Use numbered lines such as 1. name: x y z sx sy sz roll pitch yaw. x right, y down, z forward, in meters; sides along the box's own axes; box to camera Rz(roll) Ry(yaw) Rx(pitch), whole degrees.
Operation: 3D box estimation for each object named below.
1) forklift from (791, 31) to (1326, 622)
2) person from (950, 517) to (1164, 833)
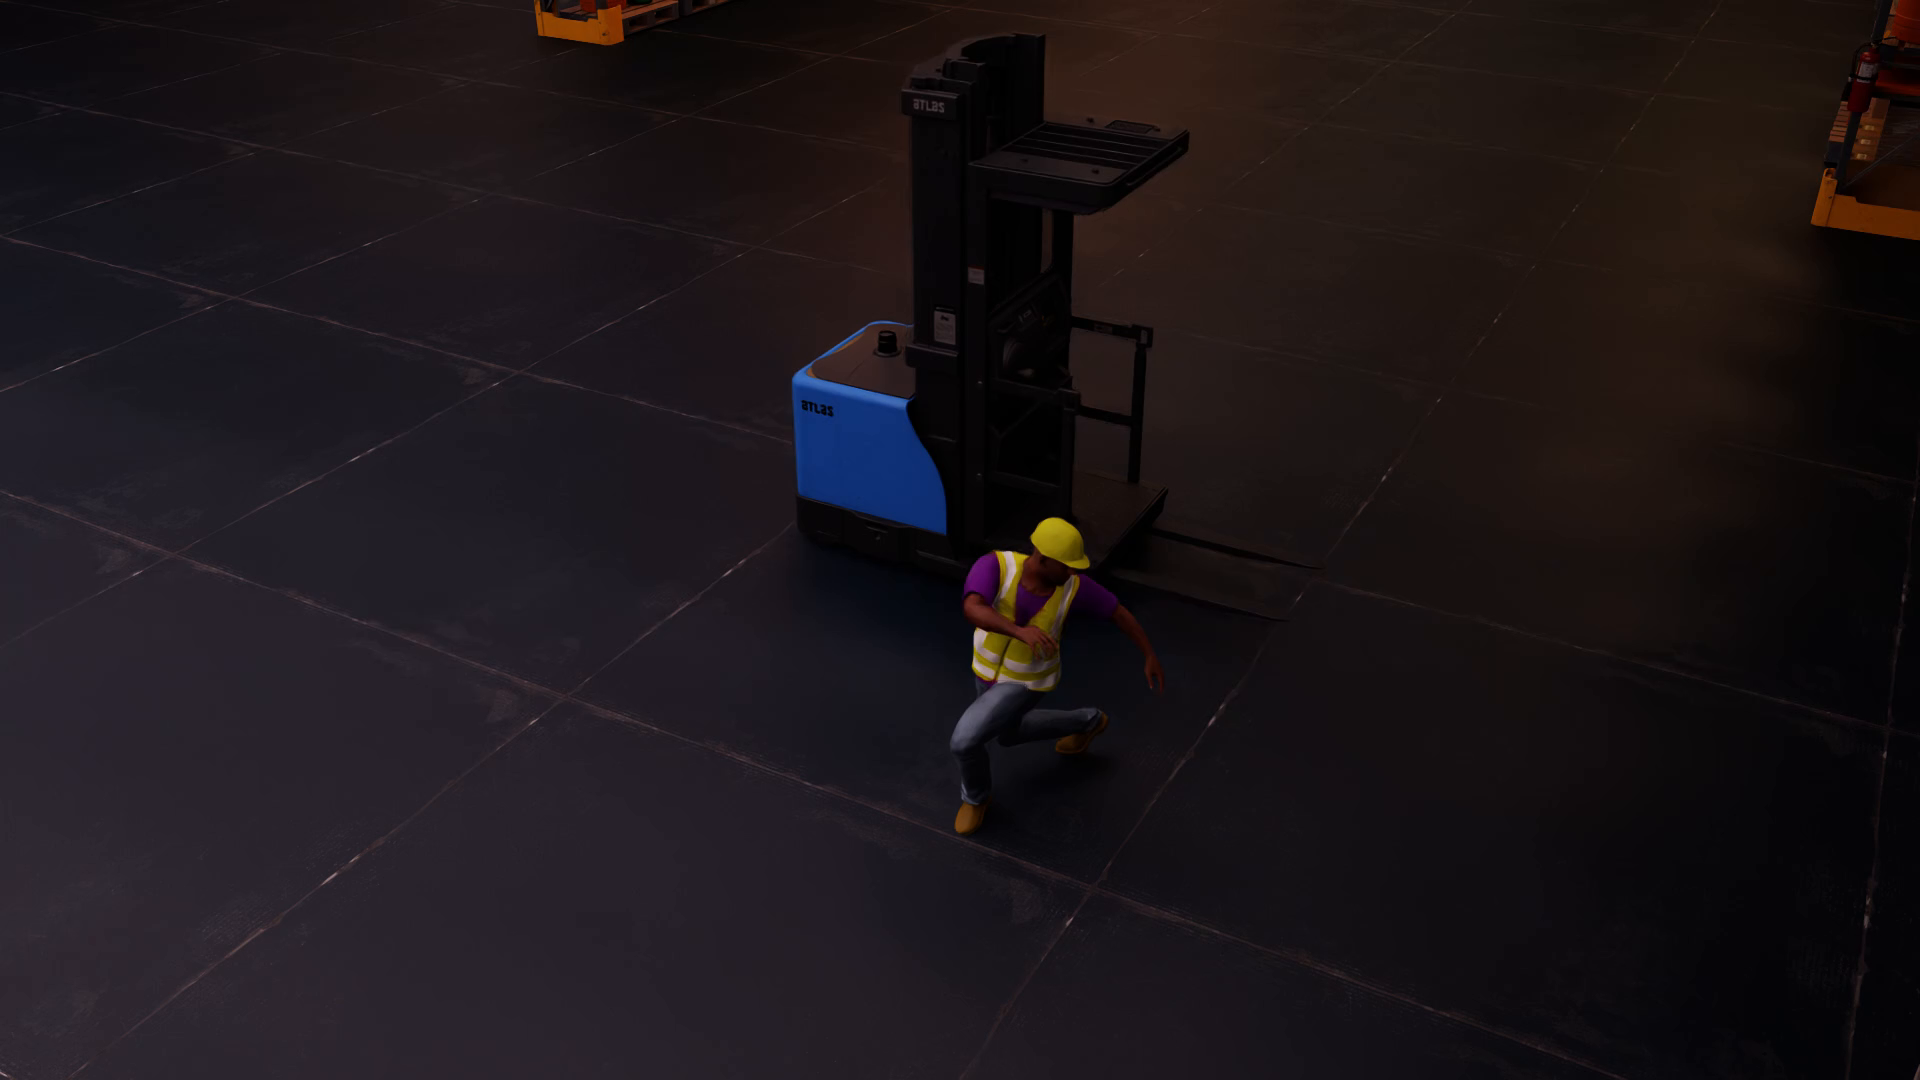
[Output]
1. forklift: 0.563 -1.148 9.060 3.031 2.935 1.130 15 33 24
2. person: 0.407 0.594 7.532 0.778 1.527 0.959 23 37 34
